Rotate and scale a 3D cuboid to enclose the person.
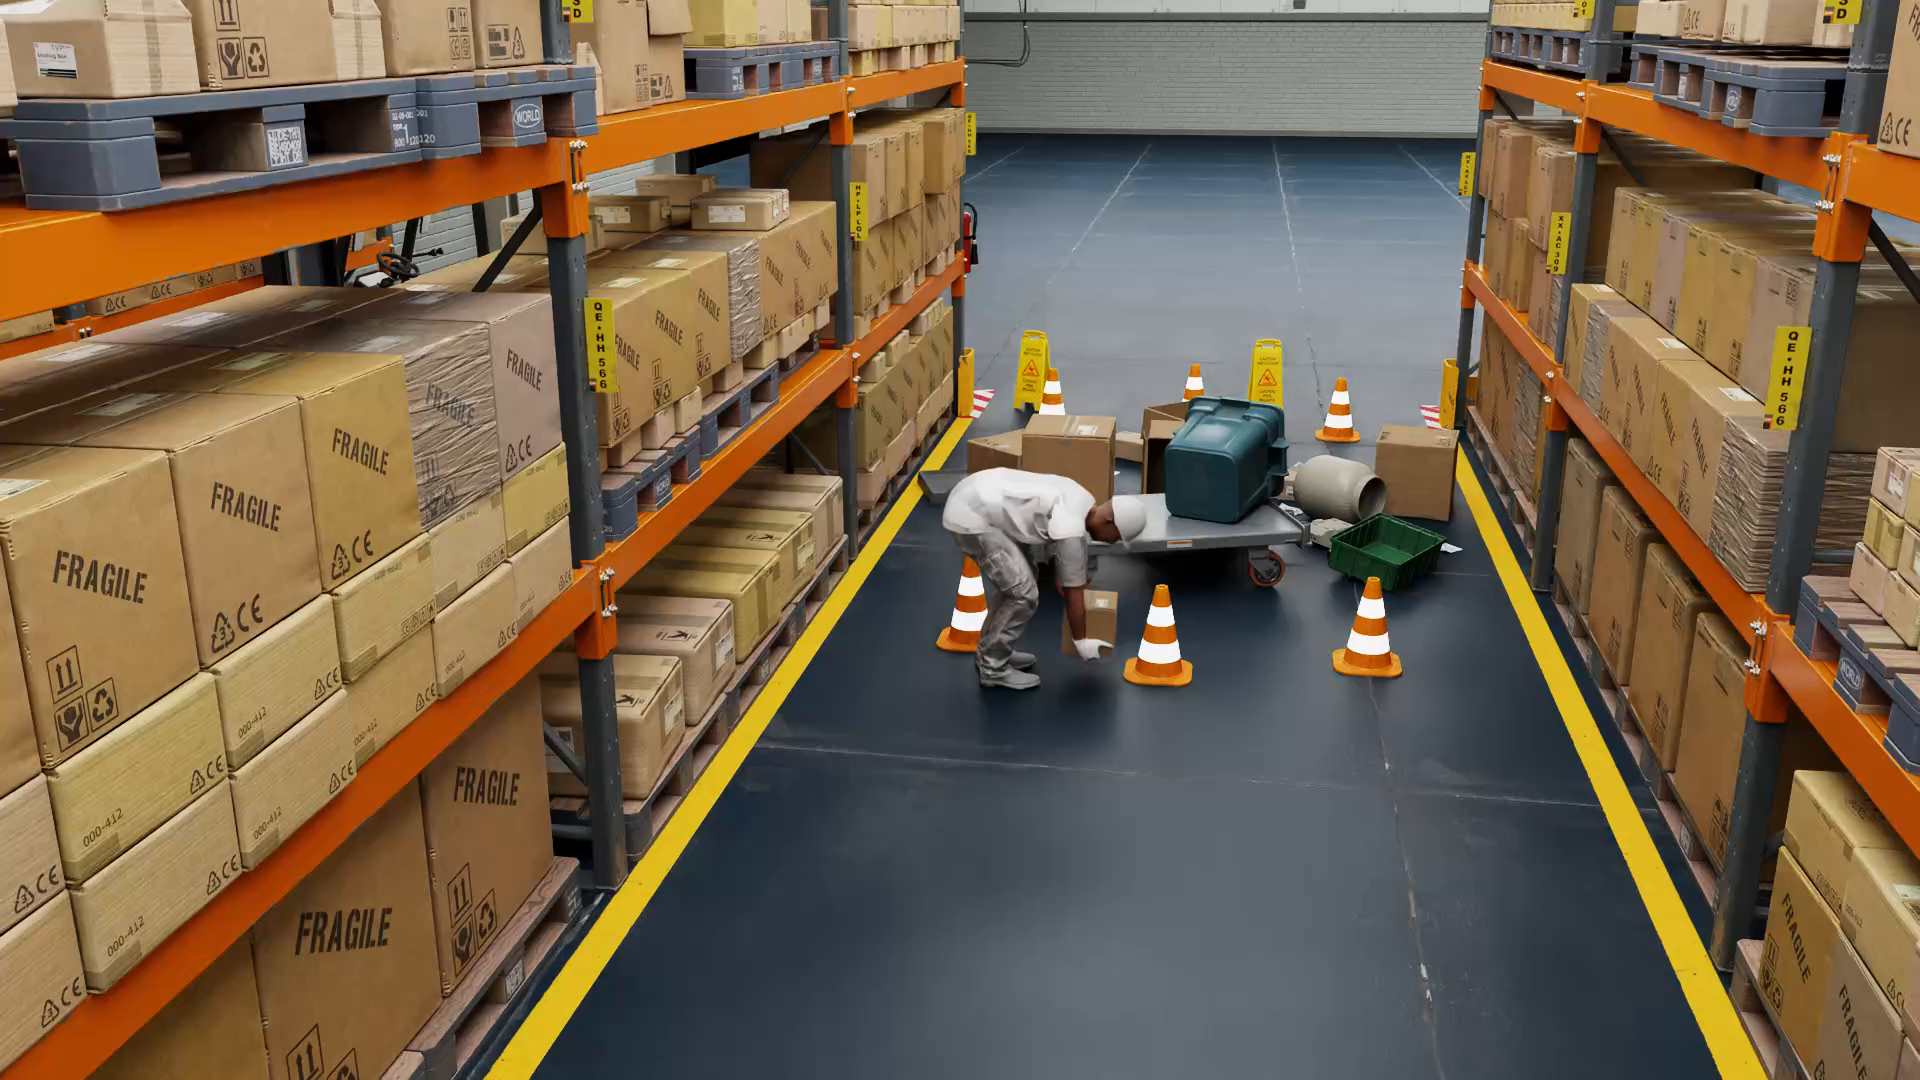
[{"bbox_3d":[0.408,0.179,8.136,0.991,1.063,0.504,2,18,5],"label":"person"}]
